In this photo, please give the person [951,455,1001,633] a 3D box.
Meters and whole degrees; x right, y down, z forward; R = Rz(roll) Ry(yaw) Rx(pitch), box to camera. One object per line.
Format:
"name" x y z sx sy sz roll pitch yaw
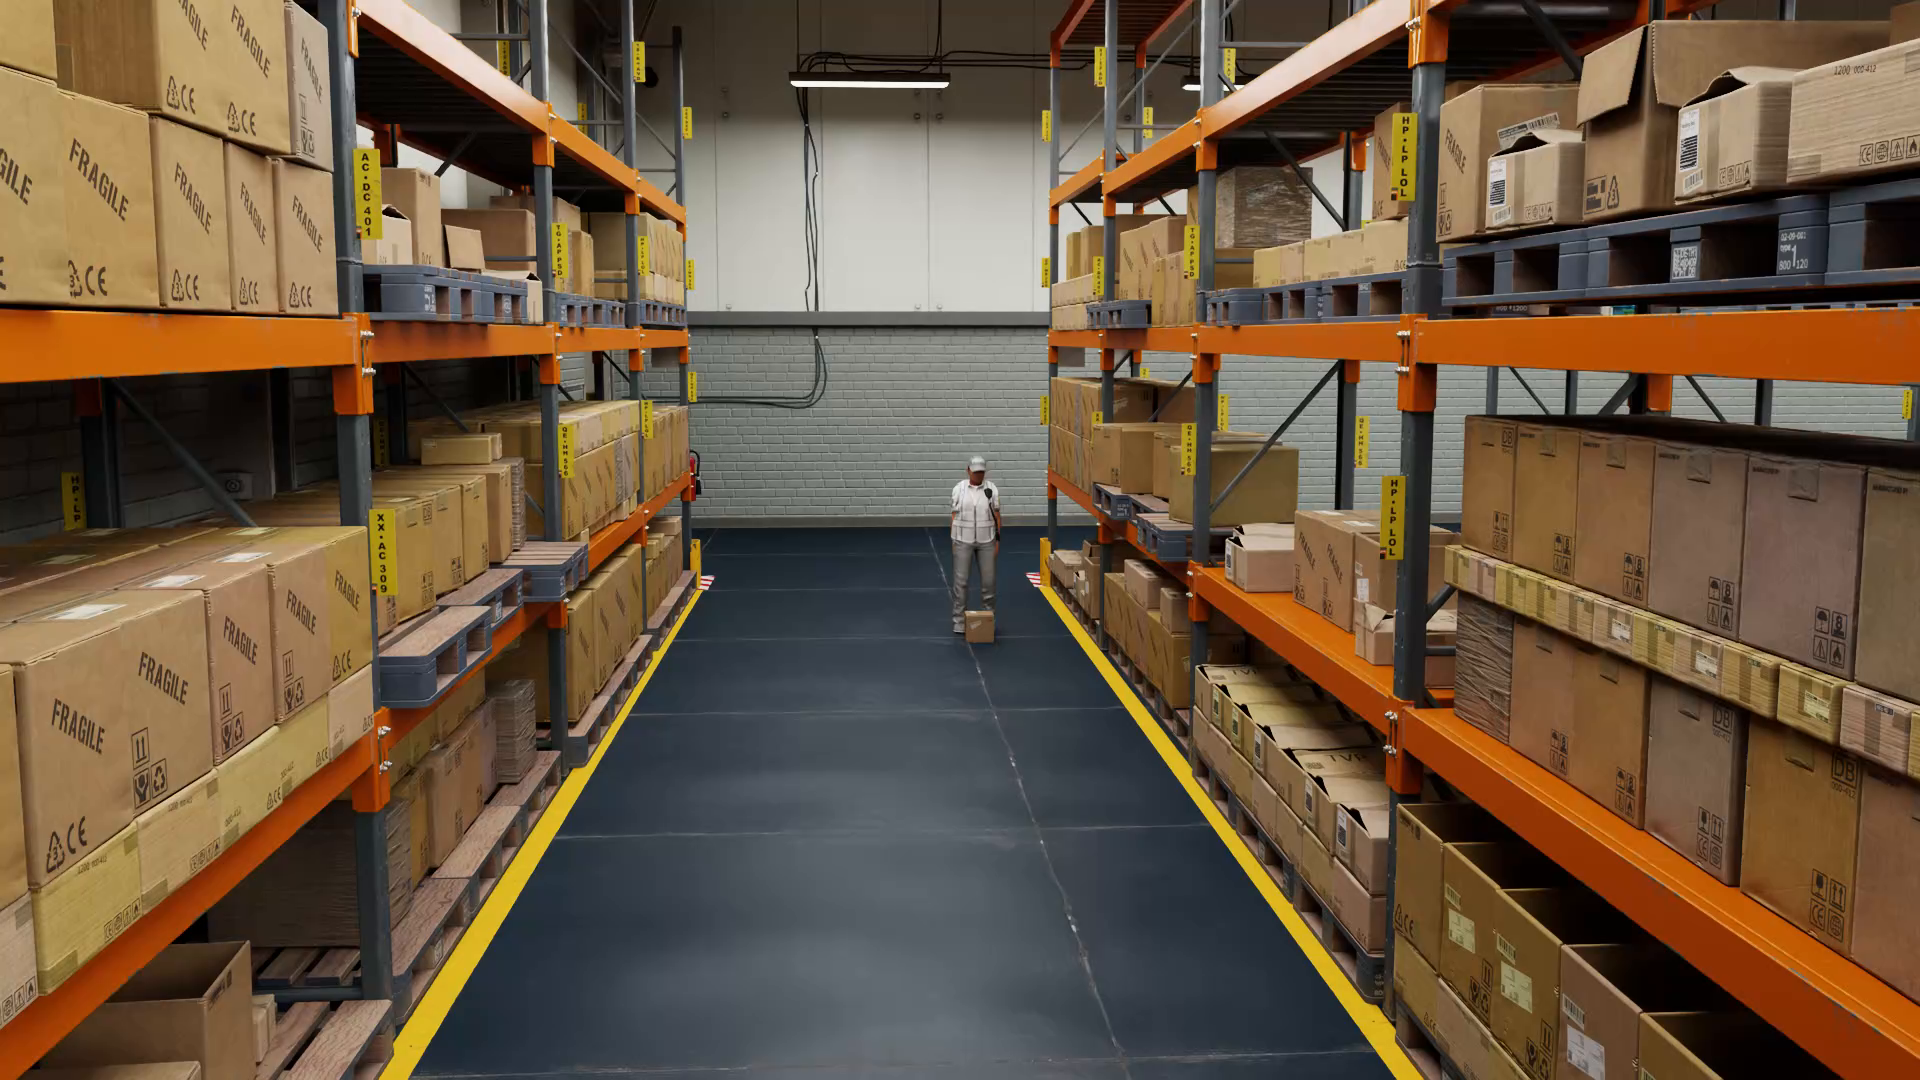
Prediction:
"person" 0.153 0.043 15.495 0.469 1.674 0.390 0 7 -3
